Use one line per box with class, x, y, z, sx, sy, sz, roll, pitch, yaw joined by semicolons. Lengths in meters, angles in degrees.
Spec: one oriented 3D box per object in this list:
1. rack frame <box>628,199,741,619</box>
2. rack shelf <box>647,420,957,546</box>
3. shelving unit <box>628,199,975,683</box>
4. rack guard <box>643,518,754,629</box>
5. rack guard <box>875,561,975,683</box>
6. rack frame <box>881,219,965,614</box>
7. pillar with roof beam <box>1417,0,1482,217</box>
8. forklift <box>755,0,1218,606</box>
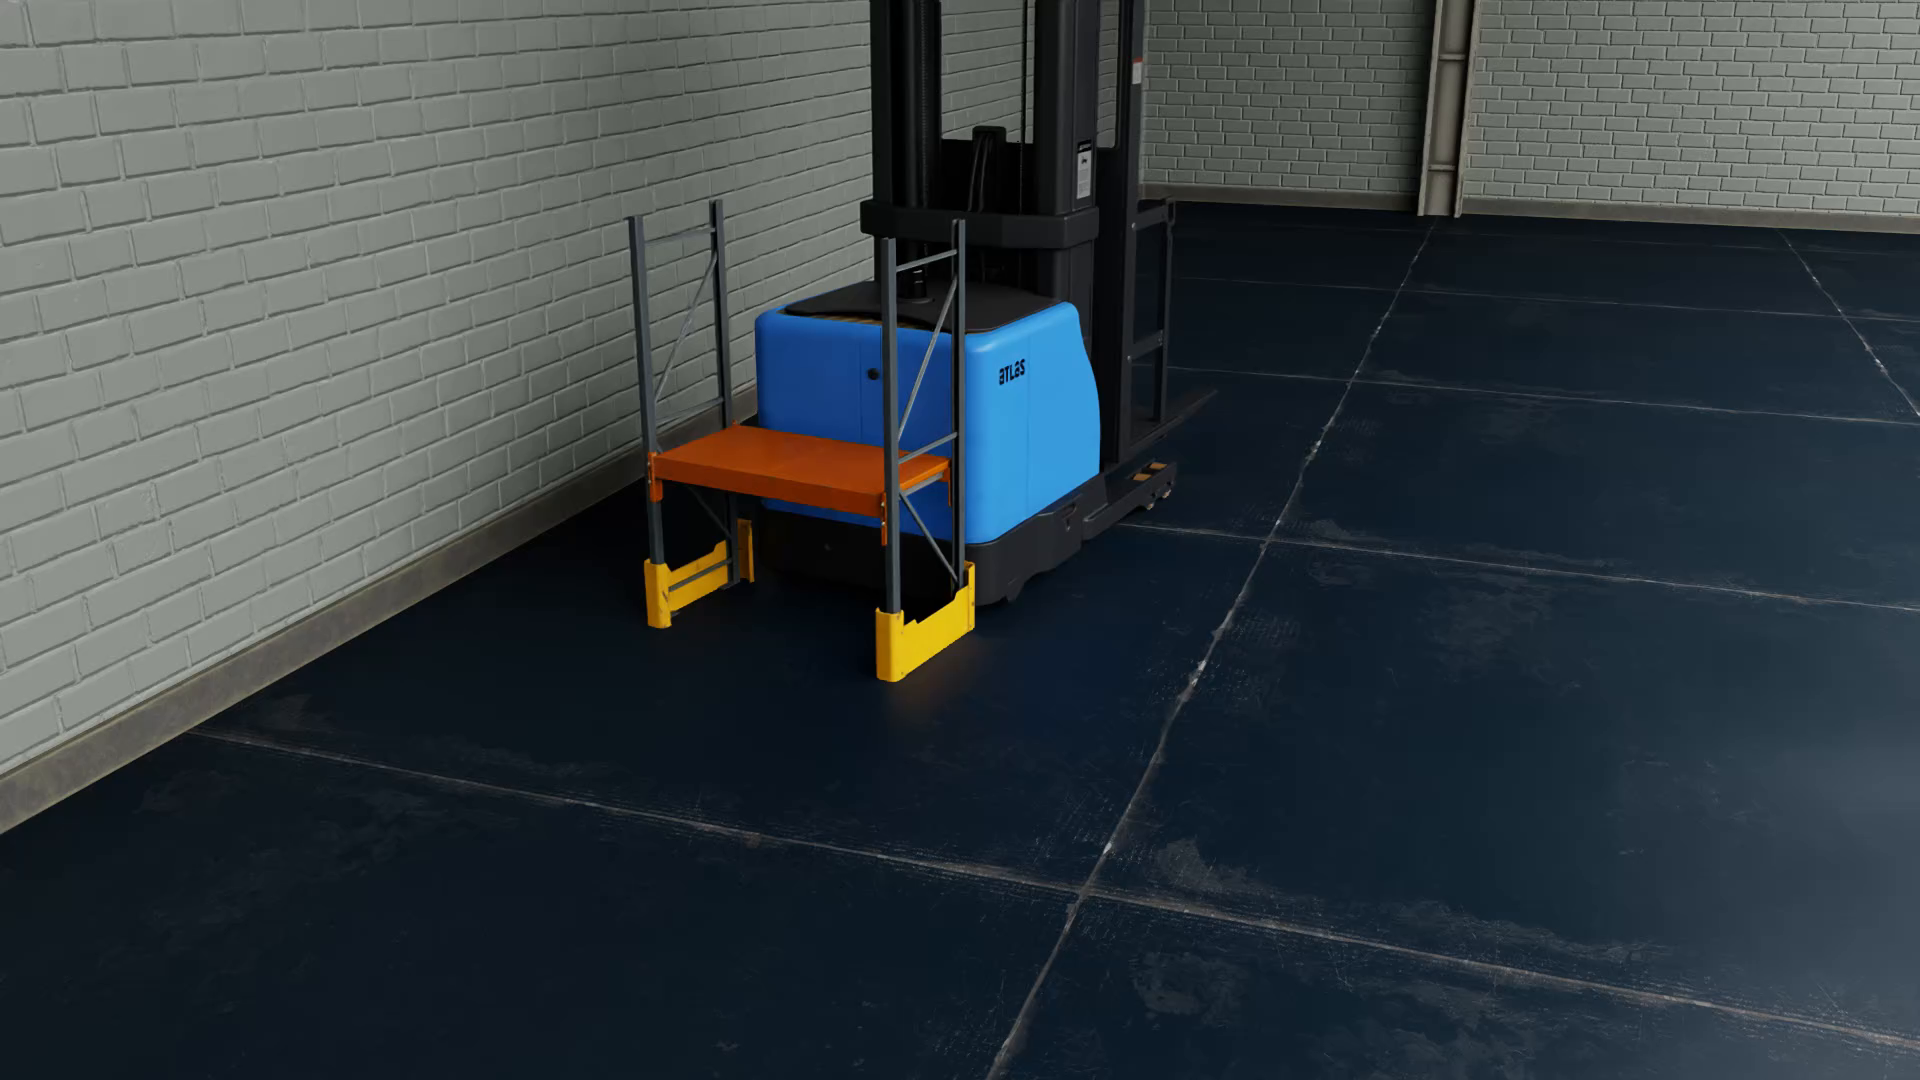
rack frame;-1.005;-0.472;6.150;0.032;1.500;0.500;10;22;27
rack shelf;-0.561;-0.221;5.976;1.000;0.185;0.538;10;22;27
shelving unit;-0.553;-0.389;5.913;1.083;1.500;0.587;10;22;27
rack guard;-0.988;0.122;6.347;0.087;0.250;0.587;10;22;27
rack guard;-0.117;0.281;5.891;0.087;0.250;0.587;10;22;27
rack frame;-0.116;-0.309;5.684;0.032;1.500;0.500;10;22;27
pillar with roof beam;3.244;-6.077;10.837;0.400;9.000;9.100;7;20;18
forklift;0.341;-1.579;7.154;1.130;2.935;3.031;10;22;26
